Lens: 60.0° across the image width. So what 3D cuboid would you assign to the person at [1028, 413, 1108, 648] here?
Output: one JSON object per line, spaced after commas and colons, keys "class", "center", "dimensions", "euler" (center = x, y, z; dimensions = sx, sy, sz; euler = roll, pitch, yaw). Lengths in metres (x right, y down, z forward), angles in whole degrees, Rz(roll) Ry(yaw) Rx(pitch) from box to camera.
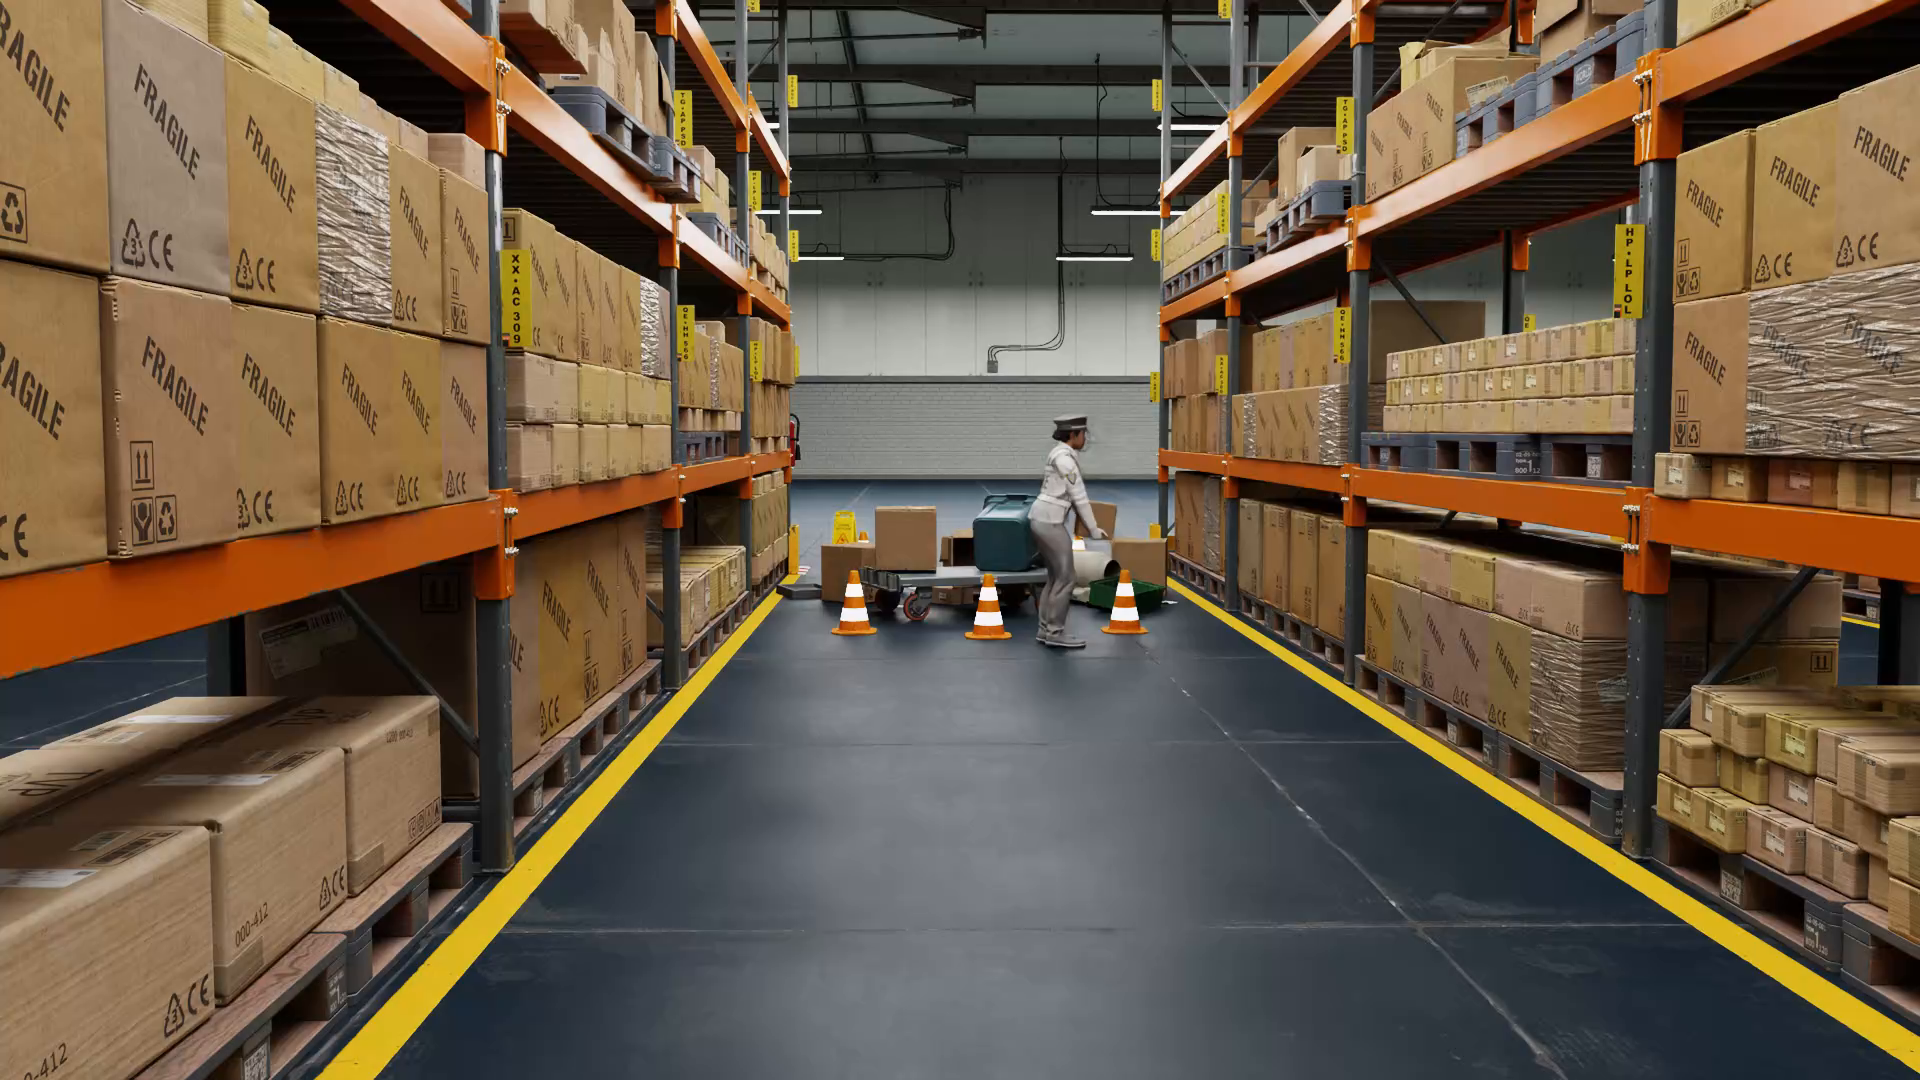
{"class": "person", "center": [0.754, -0.068, 11.750], "dimensions": [0.551, 1.640, 0.416], "euler": [0, 4, -2]}
